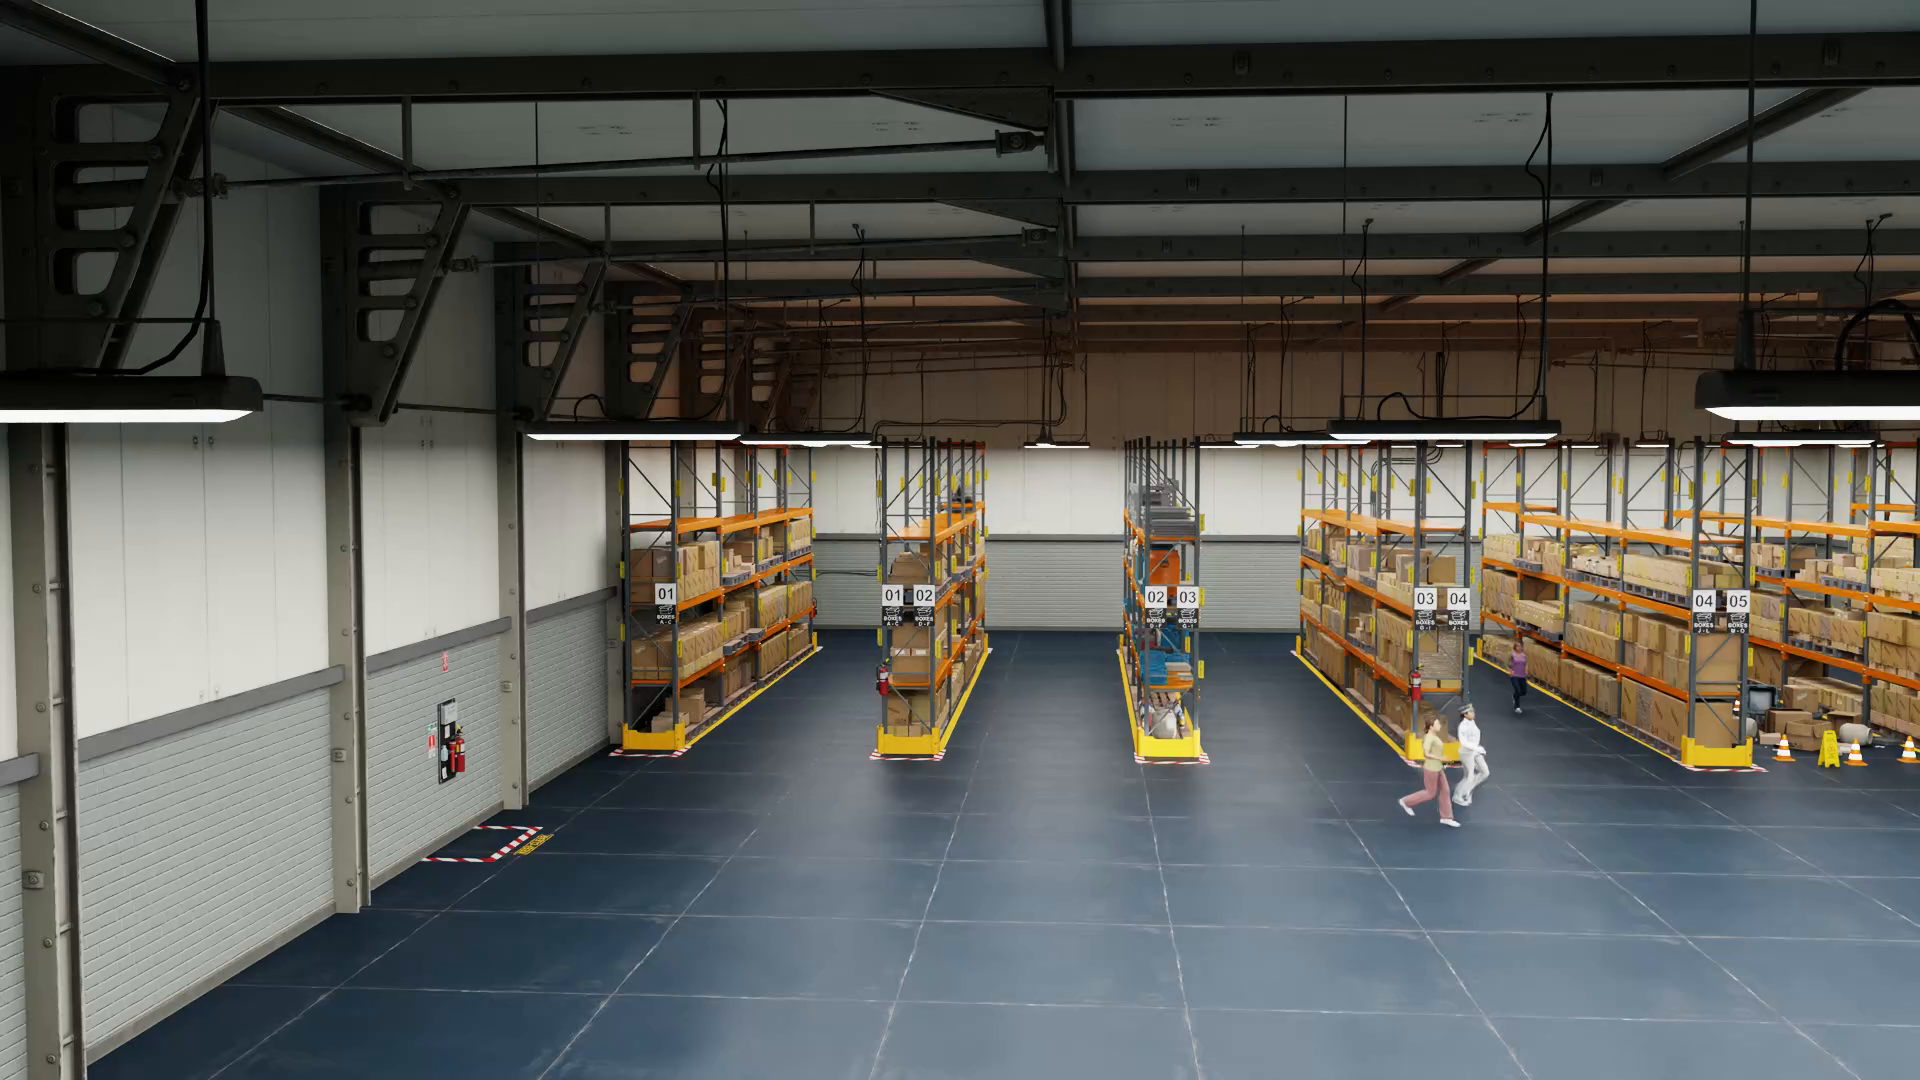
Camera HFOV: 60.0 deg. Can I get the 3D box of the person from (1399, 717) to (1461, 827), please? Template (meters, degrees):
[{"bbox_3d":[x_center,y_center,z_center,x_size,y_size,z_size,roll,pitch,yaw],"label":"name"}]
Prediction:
[{"bbox_3d":[7.207,3.531,25.465,0.922,1.672,0.579,2,3,28],"label":"person"}]

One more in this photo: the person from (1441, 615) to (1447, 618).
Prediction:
[{"bbox_3d":[13.282,2.433,46.572,0.762,1.585,0.523,2,4,31],"label":"person"}]

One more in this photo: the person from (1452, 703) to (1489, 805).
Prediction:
[{"bbox_3d":[8.251,3.452,26.858,0.575,1.656,0.626,2,4,37],"label":"person"}]

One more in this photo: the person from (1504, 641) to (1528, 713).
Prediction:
[{"bbox_3d":[12.203,3.004,36.469,0.536,1.531,0.567,0,3,-4],"label":"person"}]
